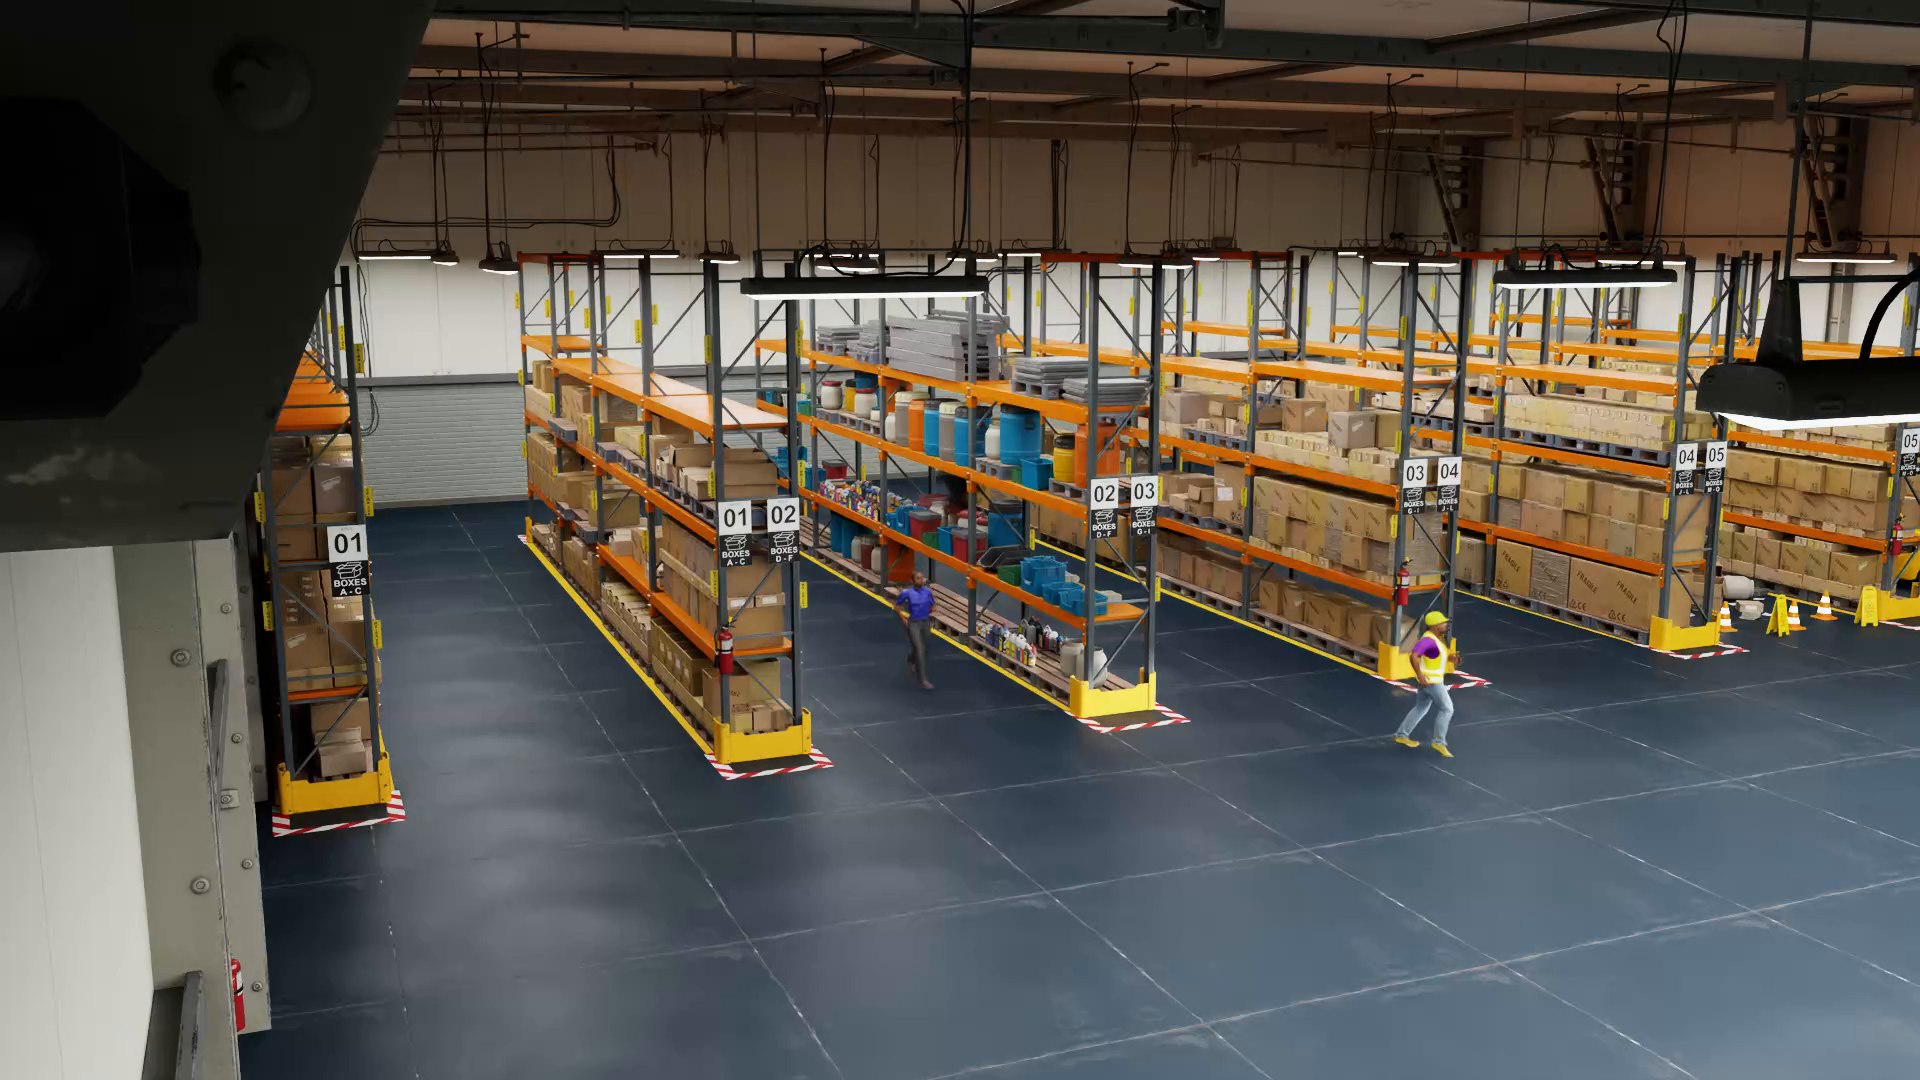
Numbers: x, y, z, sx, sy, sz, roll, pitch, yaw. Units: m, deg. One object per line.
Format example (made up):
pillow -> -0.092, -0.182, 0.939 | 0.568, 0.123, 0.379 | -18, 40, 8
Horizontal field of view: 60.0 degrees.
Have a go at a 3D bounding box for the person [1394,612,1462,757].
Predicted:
person -> 5.798, 1.772, 20.530 | 0.775, 1.828, 0.678 | 1, 10, 7

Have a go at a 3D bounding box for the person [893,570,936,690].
person -> -0.601, 1.250, 23.622 | 0.583, 1.604, 0.904 | -6, 12, -31
